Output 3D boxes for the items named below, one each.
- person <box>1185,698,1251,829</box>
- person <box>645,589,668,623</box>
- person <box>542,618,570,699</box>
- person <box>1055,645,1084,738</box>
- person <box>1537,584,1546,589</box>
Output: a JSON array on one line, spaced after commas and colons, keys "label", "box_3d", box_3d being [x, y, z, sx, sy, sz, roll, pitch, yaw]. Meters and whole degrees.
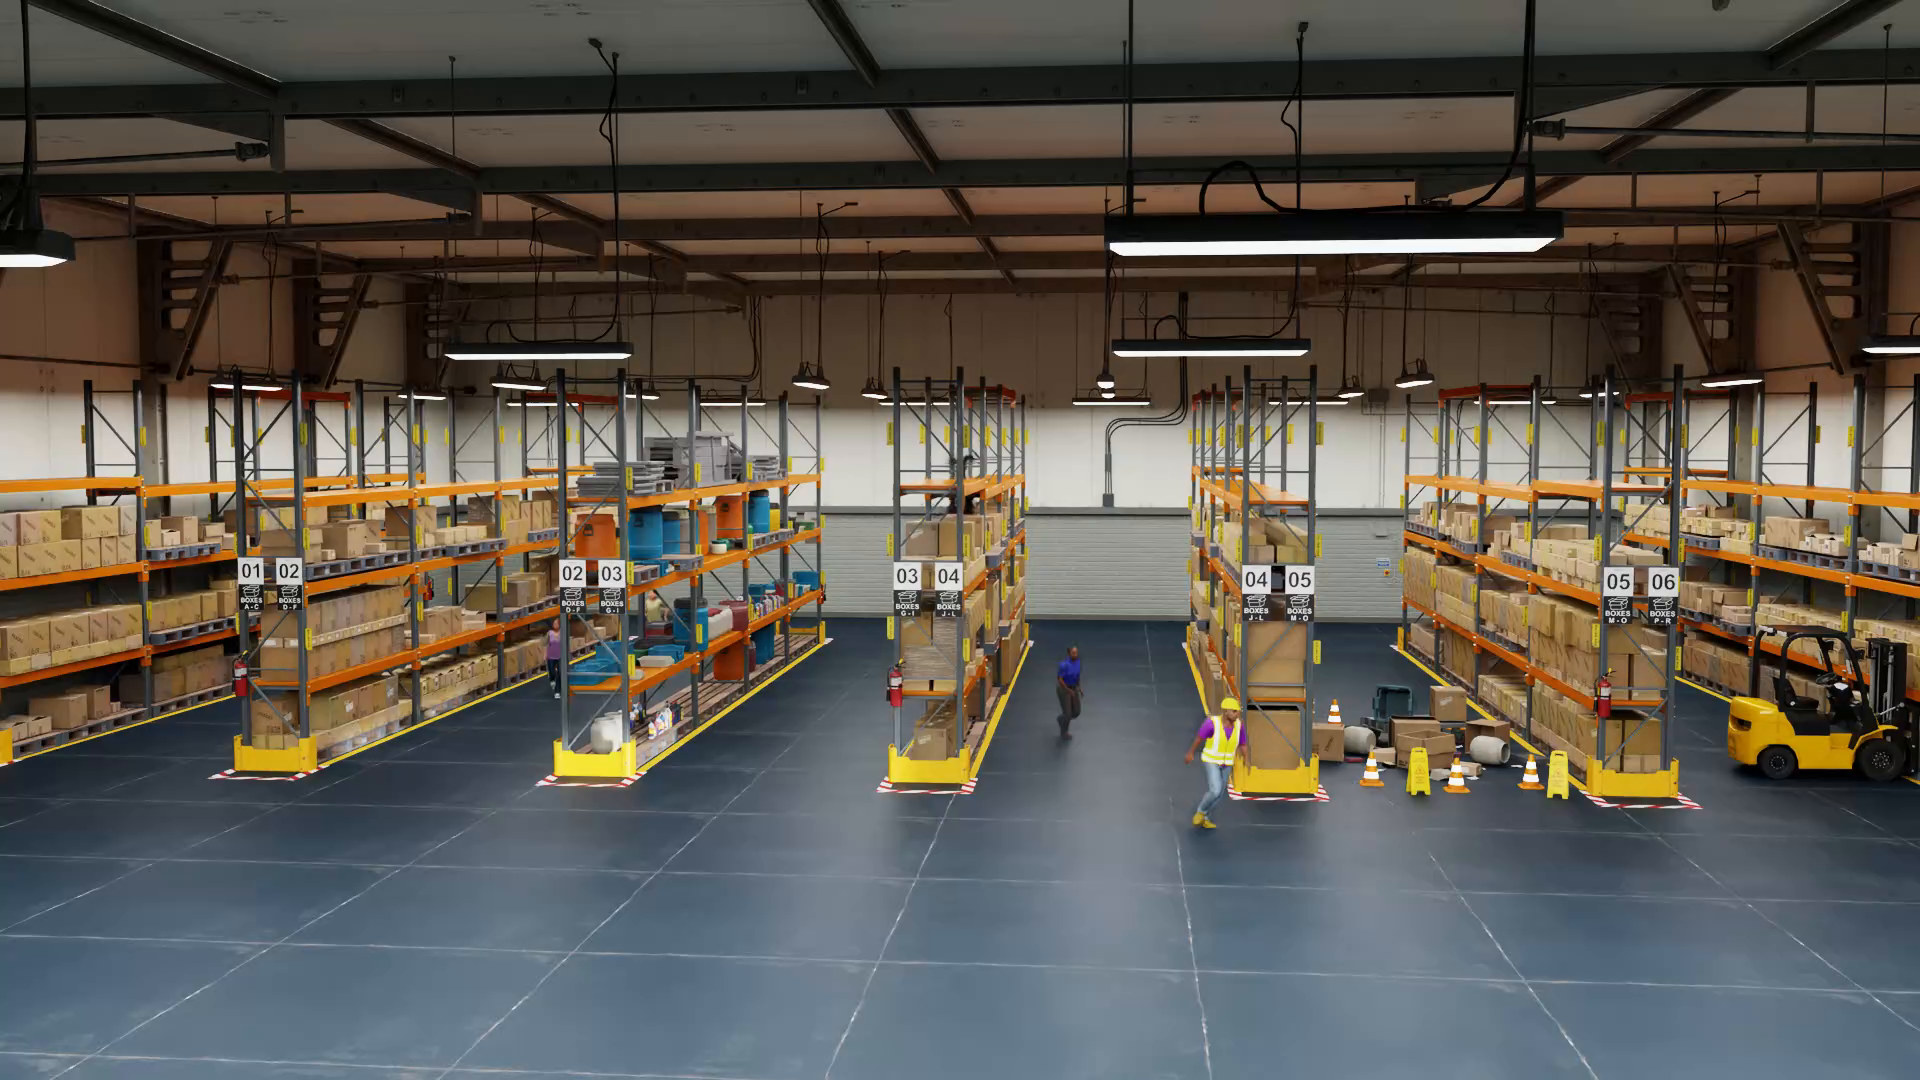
[{"label": "person", "box_3d": [3.301, 2.830, 21.111, 0.675, 1.707, 0.689, -1, 4, -23]}, {"label": "person", "box_3d": [-6.749, 1.895, 36.623, 0.526, 1.713, 0.798, 0, 4, 7]}, {"label": "person", "box_3d": [-7.730, 2.259, 31.842, 0.524, 1.544, 0.575, -1, 4, -13]}, {"label": "person", "box_3d": [1.769, 2.501, 27.578, 0.545, 1.571, 0.731, -3, 5, -38]}, {"label": "person", "box_3d": [13.063, 1.841, 37.072, 0.654, 1.738, 0.880, -2, 4, -26]}]
